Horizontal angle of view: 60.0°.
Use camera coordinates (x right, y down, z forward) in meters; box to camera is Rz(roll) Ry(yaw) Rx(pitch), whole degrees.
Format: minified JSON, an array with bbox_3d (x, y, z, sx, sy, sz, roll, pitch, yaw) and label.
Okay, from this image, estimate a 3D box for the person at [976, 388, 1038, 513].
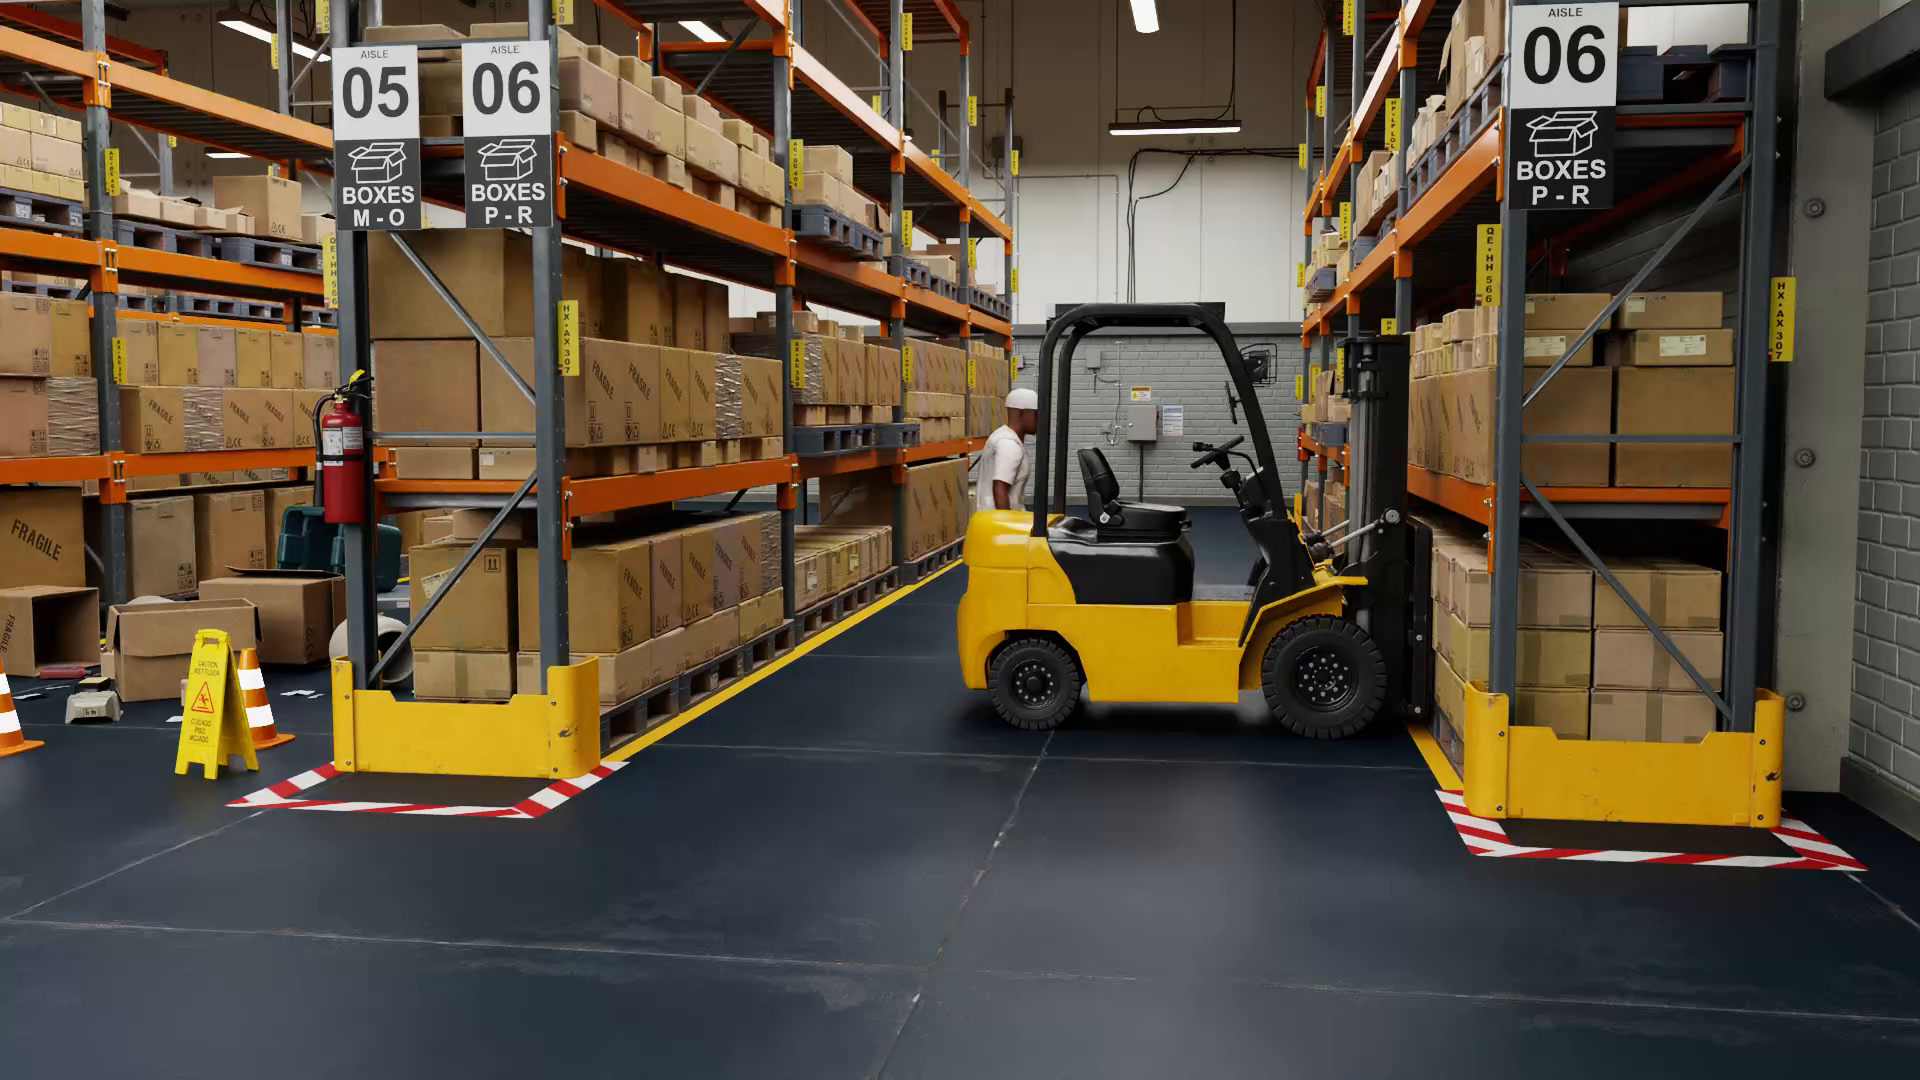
[{"bbox_3d":[0.336,-0.078,10.539,0.463,1.760,0.635,1,4,8],"label":"person"}]
